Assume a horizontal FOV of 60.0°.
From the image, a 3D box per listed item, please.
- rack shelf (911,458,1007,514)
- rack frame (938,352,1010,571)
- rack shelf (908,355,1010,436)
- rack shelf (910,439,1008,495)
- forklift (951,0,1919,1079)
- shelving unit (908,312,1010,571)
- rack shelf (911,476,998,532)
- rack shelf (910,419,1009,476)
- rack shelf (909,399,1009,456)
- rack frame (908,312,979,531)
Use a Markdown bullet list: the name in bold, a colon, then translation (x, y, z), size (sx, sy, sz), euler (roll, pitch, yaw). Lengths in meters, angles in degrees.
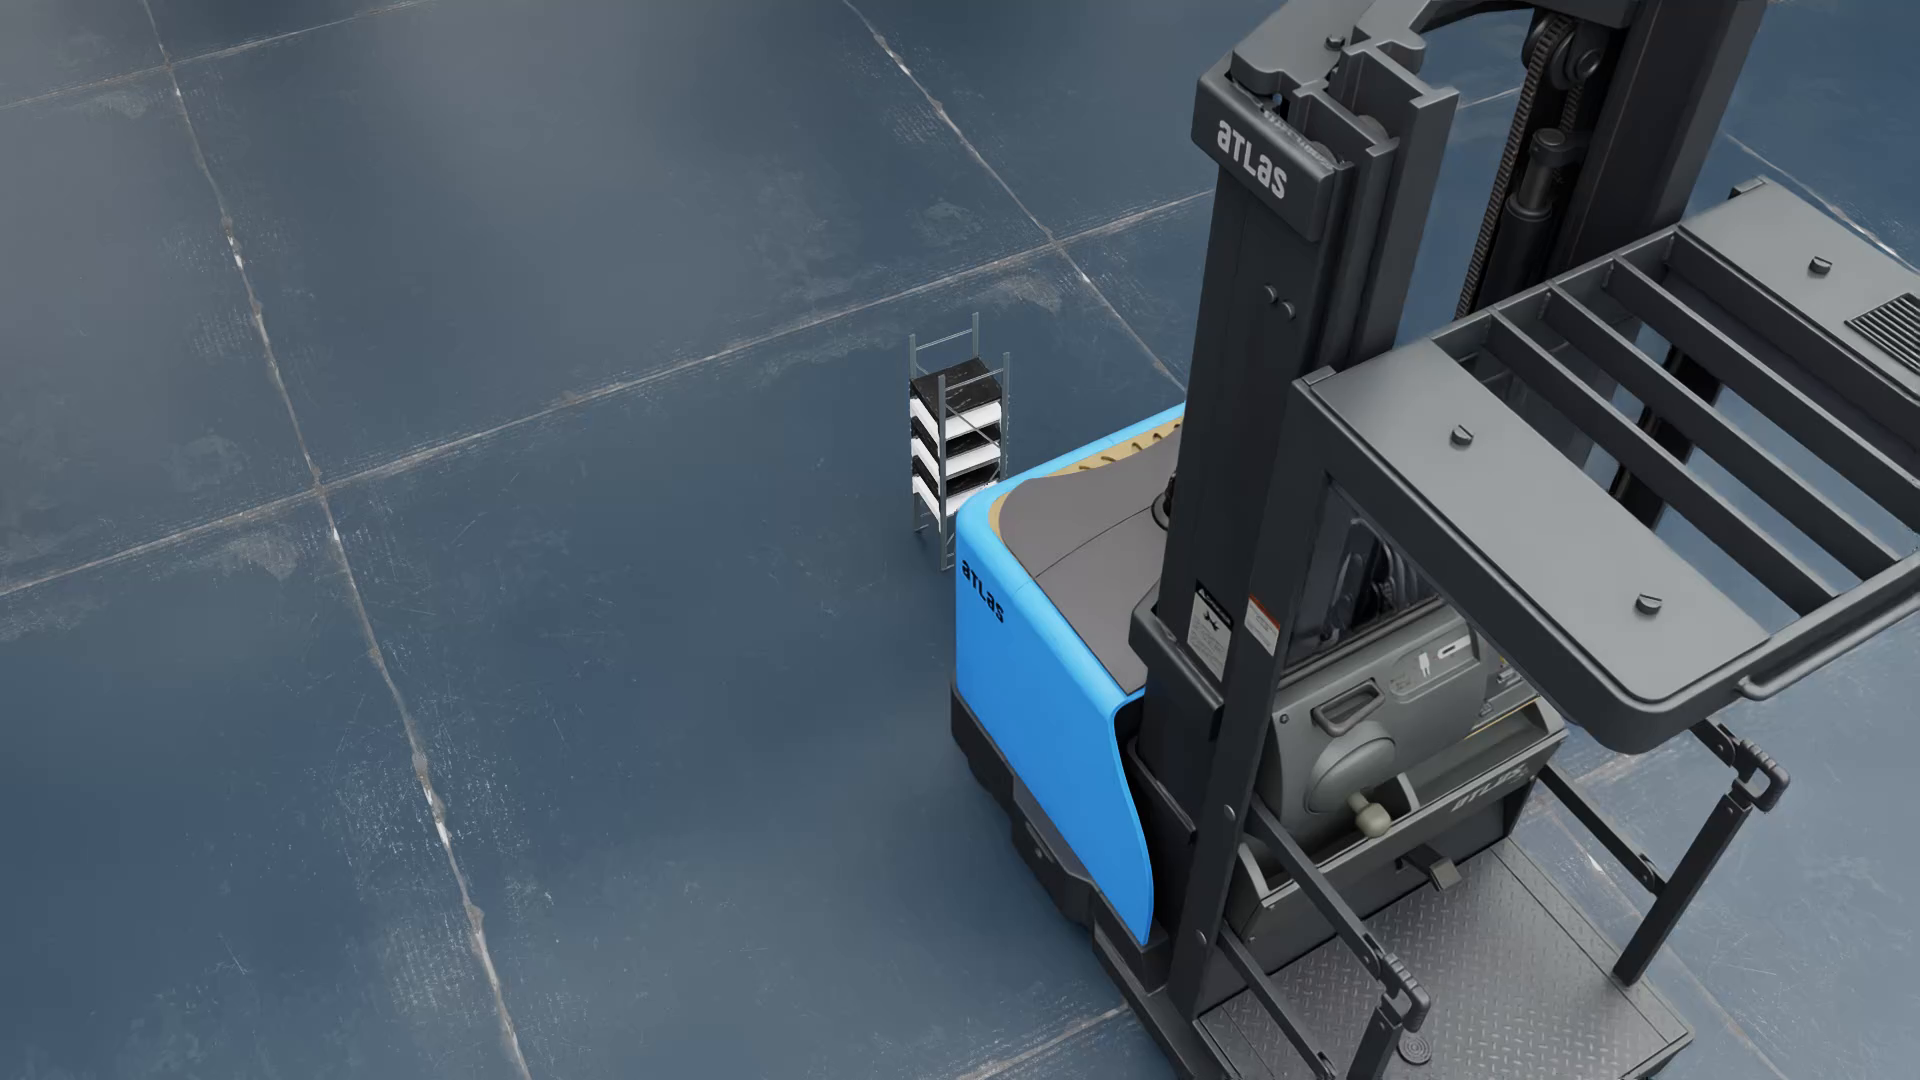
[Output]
- **rack shelf**: translation (-0.004, -0.221, 5.509), size (0.258, 0.077, 0.200), euler (-21, 52, -18)
- **rack frame**: translation (0.043, -0.234, 5.357), size (0.240, 0.900, 0.006), euler (-21, 52, -18)
- **rack shelf**: translation (-0.004, -0.458, 5.238), size (0.258, 0.077, 0.200), euler (-21, 52, -18)
- **rack shelf**: translation (-0.004, -0.280, 5.441), size (0.258, 0.077, 0.200), euler (-21, 52, -18)
- **forklift**: translation (1.154, 0.413, 3.441), size (1.130, 2.935, 3.031), euler (-24, 53, -20)
- **shelving unit**: translation (-0.004, -0.302, 5.416), size (0.258, 0.900, 0.210), euler (-21, 52, -18)
- **rack shelf**: translation (-0.004, -0.161, 5.577), size (0.258, 0.077, 0.200), euler (-21, 52, -18)
- **rack shelf**: translation (-0.004, -0.339, 5.373), size (0.258, 0.077, 0.200), euler (-21, 52, -18)
- **rack shelf**: translation (-0.004, -0.398, 5.306), size (0.258, 0.077, 0.200), euler (-21, 52, -18)
- **rack frame**: translation (-0.050, -0.370, 5.476), size (0.240, 0.900, 0.006), euler (-21, 52, -18)
